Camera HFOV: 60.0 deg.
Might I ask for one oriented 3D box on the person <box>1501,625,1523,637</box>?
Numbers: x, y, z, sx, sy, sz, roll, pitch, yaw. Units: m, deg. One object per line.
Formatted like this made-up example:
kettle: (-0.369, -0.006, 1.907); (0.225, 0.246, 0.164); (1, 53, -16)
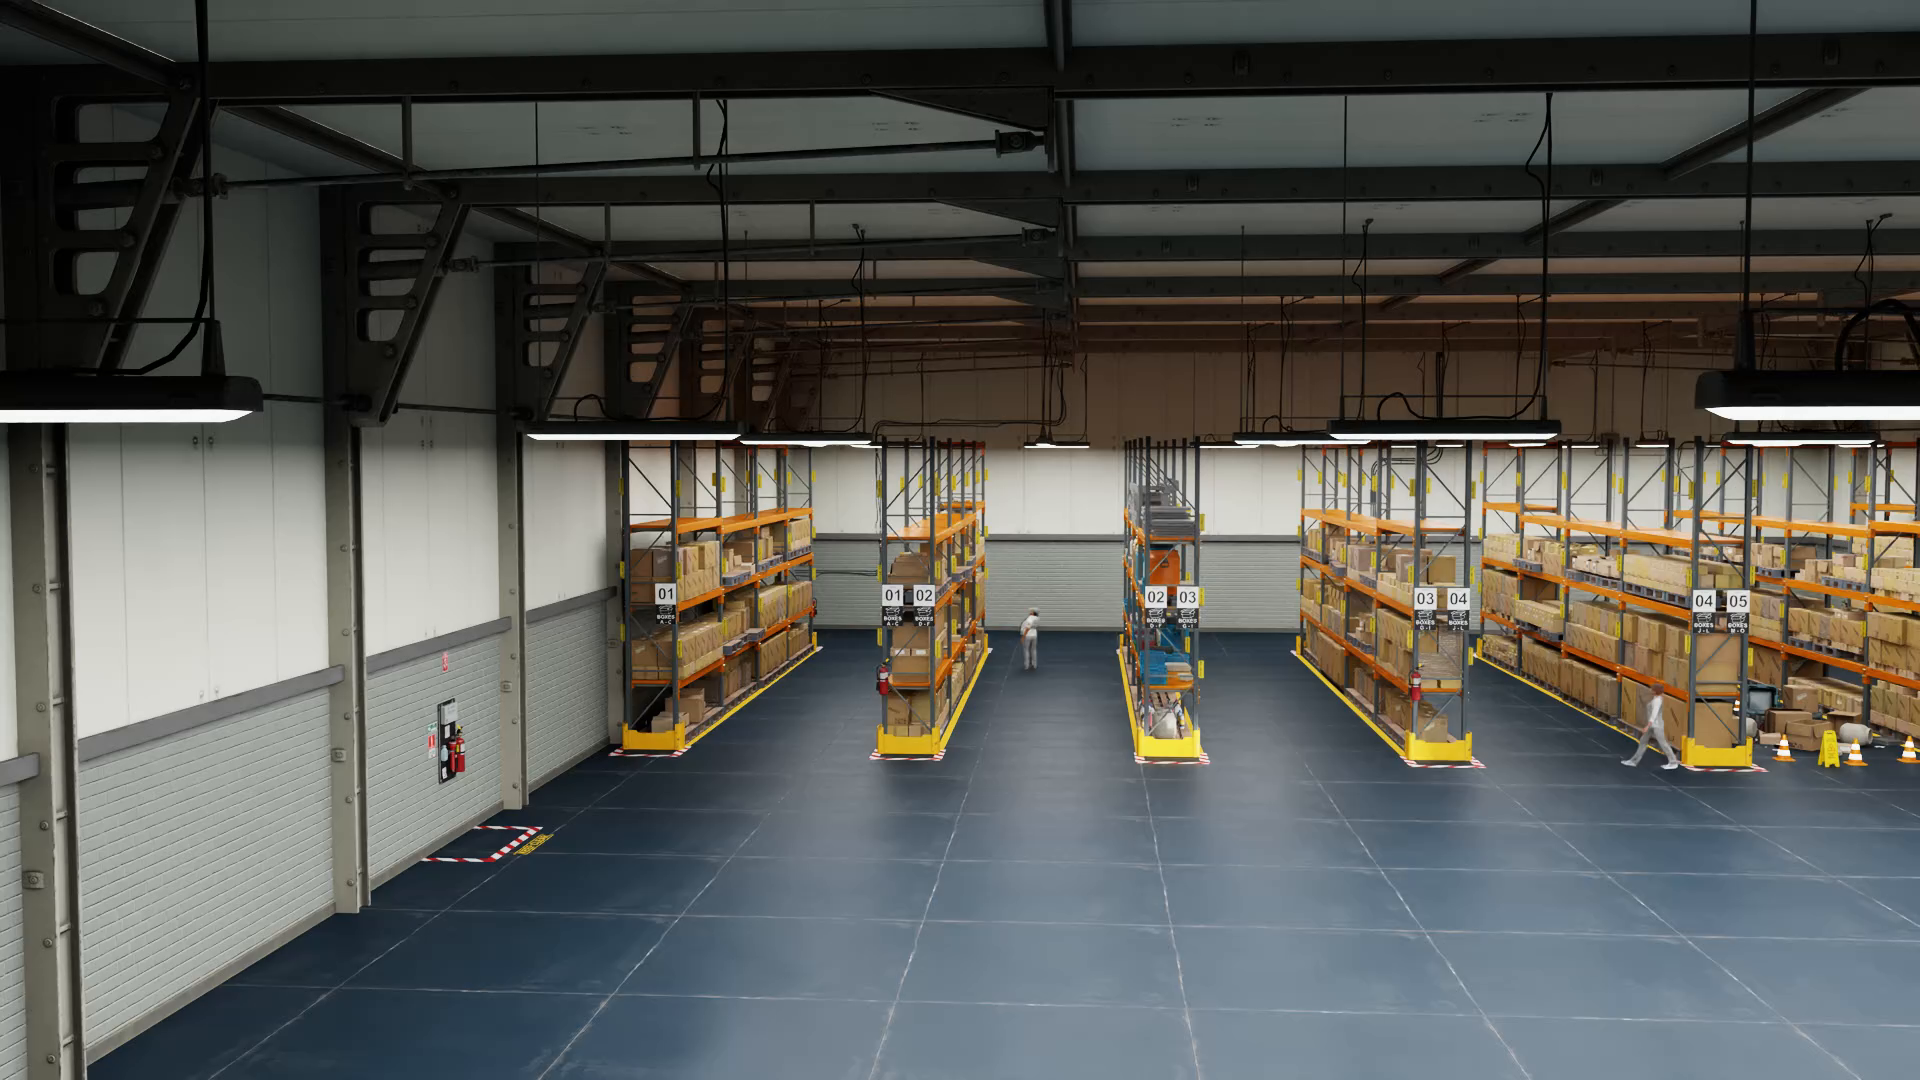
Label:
person: (16.026, 2.277, 48.302); (0.580, 1.572, 0.481); (-2, 3, -28)

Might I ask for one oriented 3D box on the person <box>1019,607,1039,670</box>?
person: (1.831, 2.580, 43.671); (0.432, 1.644, 0.507); (2, 4, 37)

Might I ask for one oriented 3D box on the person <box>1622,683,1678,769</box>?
person: (12.416, 3.339, 29.867); (0.925, 1.524, 0.454); (1, 3, 11)
